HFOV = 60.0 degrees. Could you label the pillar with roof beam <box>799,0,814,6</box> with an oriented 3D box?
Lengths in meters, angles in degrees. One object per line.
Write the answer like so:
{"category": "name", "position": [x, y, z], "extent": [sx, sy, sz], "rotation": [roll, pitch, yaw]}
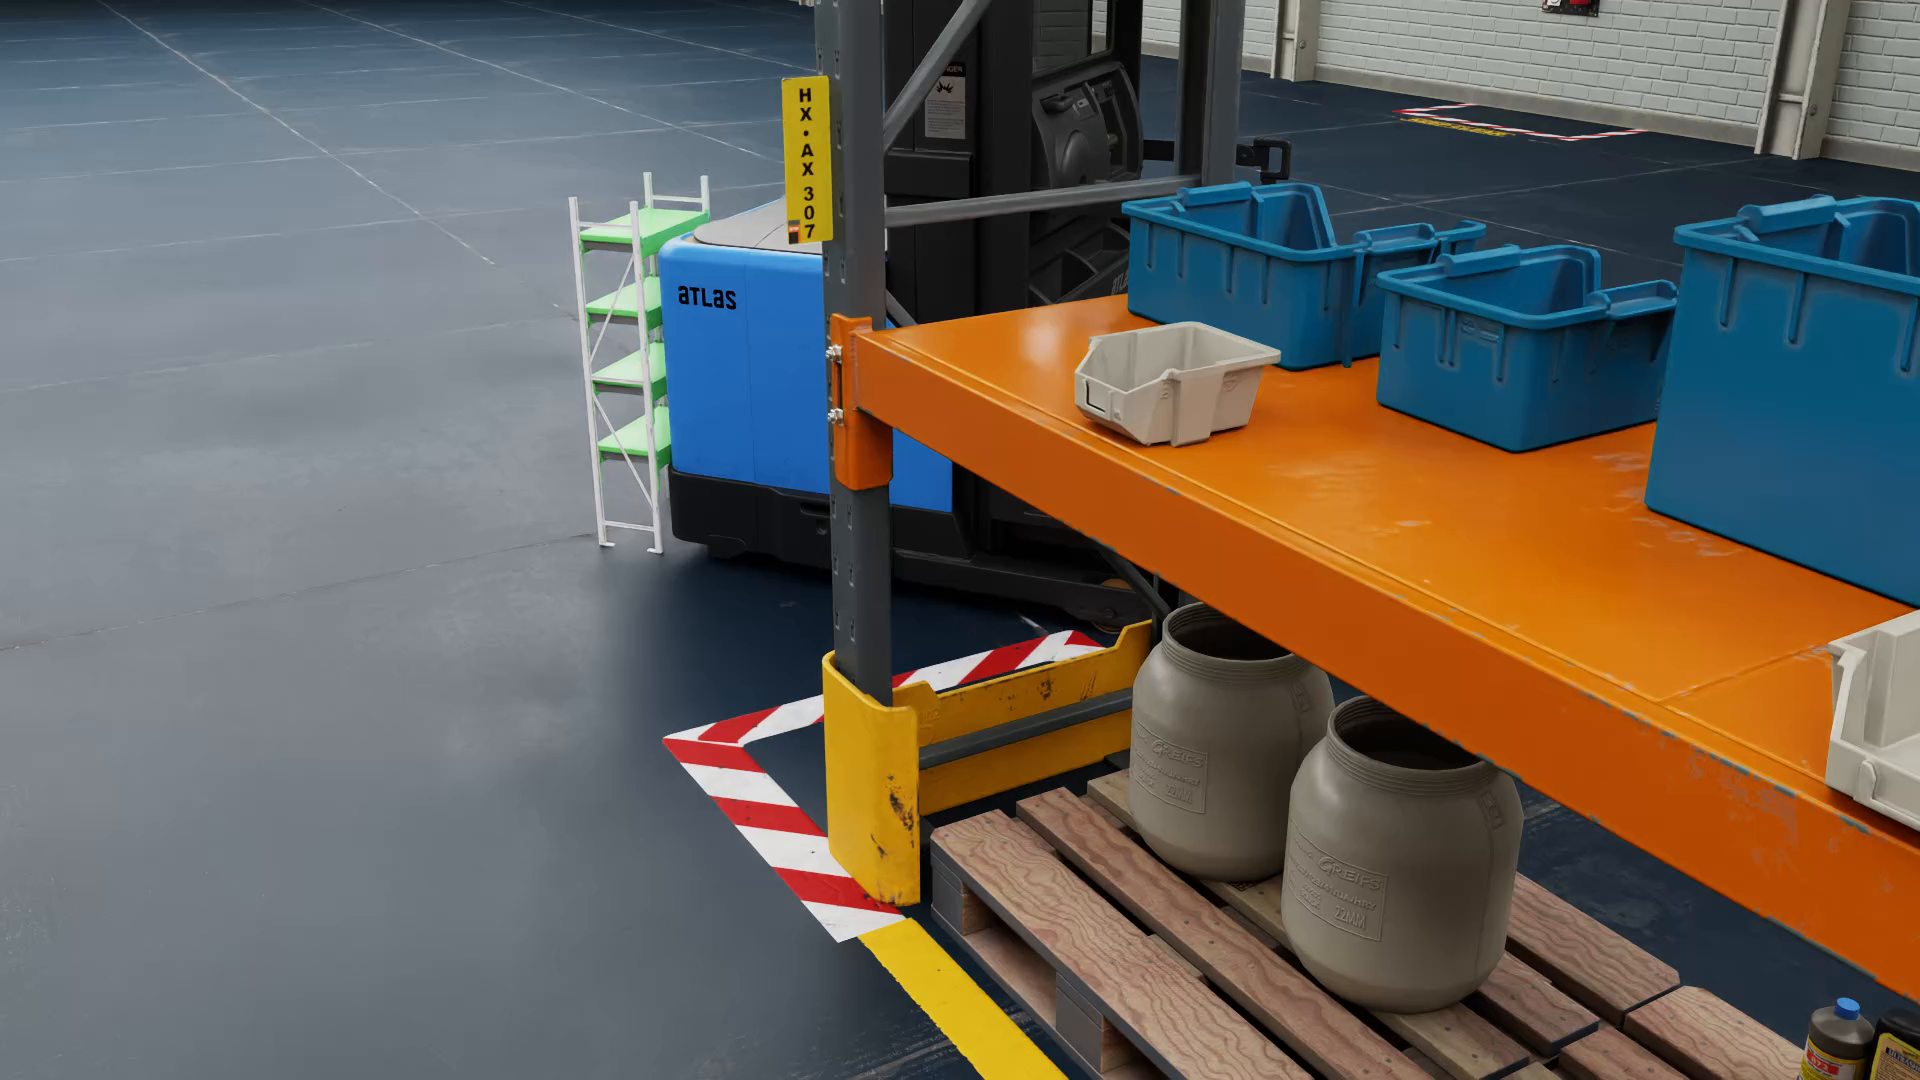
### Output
{"category": "pillar with roof beam", "position": [-6.171, -12.299, 24.118], "extent": [9.100, 9.000, 0.400], "rotation": [-13, 25, -28]}

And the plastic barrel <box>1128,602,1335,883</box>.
{"category": "plastic barrel", "position": [0.573, 0.423, 3.533], "extent": [0.421, 0.512, 0.421], "rotation": [0, 22, 0]}

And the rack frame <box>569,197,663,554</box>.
{"category": "rack frame", "position": [-1.135, -0.527, 5.513], "extent": [0.240, 1.200, 0.015], "rotation": [7, 23, 17]}

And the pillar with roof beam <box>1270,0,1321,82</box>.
{"category": "pillar with roof beam", "position": [-0.041, -8.414, 14.561], "extent": [9.100, 9.000, 0.400], "rotation": [-13, 25, -28]}

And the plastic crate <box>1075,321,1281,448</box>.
{"category": "plastic crate", "position": [0.352, -0.259, 2.816], "extent": [0.298, 0.136, 0.250], "rotation": [-13, 25, -28]}

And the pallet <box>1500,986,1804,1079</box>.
{"category": "pallet", "position": [1.280, 1.233, 2.498], "extent": [1.003, 0.211, 1.213], "rotation": [-13, 25, -28]}

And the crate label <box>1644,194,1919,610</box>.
{"category": "crate label", "position": [1.344, -0.206, 2.287], "extent": [0.502, 0.435, 0.616], "rotation": [-13, 25, -28]}

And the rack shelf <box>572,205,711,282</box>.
{"category": "rack shelf", "position": [-1.056, -0.999, 5.571], "extent": [0.258, 0.148, 0.480], "rotation": [7, 23, 17]}

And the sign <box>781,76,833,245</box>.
{"category": "sign", "position": [-0.304, -0.757, 3.322], "extent": [0.100, 0.325, 0.005], "rotation": [-13, 25, -28]}

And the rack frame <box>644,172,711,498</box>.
{"category": "rack frame", "position": [-0.978, -0.700, 5.941], "extent": [0.240, 1.200, 0.015], "rotation": [7, 23, 17]}

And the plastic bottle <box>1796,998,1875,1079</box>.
{"category": "plastic bottle", "position": [1.486, 0.870, 2.820], "extent": [0.097, 0.201, 0.097], "rotation": [0, 22, 0]}

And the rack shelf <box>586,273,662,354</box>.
{"category": "rack shelf", "position": [-1.056, -0.777, 5.661], "extent": [0.258, 0.148, 0.480], "rotation": [7, 23, 17]}

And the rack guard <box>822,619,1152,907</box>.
{"category": "rack guard", "position": [0.251, 0.441, 4.064], "extent": [1.175, 0.500, 0.348], "rotation": [-13, 25, -28]}

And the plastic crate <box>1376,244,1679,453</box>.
{"category": "plastic crate", "position": [1.011, -0.348, 2.882], "extent": [0.499, 0.251, 0.408], "rotation": [-13, 25, -28]}

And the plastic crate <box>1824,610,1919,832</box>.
{"category": "plastic crate", "position": [1.167, 0.207, 1.669], "extent": [0.530, 0.136, 0.437], "rotation": [-13, 25, -28]}

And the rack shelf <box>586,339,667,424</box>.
{"category": "rack shelf", "position": [-1.056, -0.554, 5.751], "extent": [0.258, 0.148, 0.480], "rotation": [7, 23, 17]}

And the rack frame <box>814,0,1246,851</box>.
{"category": "rack frame", "position": [0.171, -0.733, 3.631], "extent": [1.000, 3.000, 0.127], "rotation": [-13, 25, -28]}

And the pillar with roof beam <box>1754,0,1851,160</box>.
{"category": "pillar with roof beam", "position": [3.024, -6.472, 9.783], "extent": [9.100, 9.000, 0.400], "rotation": [-13, 25, -28]}

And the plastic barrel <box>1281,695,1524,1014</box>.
{"category": "plastic barrel", "position": [0.829, 0.586, 3.133], "extent": [0.421, 0.512, 0.421], "rotation": [0, 22, 0]}

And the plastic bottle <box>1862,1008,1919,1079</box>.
{"category": "plastic bottle", "position": [1.562, 0.866, 2.720], "extent": [0.061, 0.283, 0.133], "rotation": [-12, 25, -27]}

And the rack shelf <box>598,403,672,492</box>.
{"category": "rack shelf", "position": [-1.056, -0.332, 5.842], "extent": [0.258, 0.148, 0.480], "rotation": [7, 23, 17]}

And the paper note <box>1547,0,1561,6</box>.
{"category": "paper note", "position": [5.464, -4.990, 15.275], "extent": [0.016, 0.148, 0.142], "rotation": [-13, 25, -28]}

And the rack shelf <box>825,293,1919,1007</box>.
{"category": "rack shelf", "position": [1.193, 0.248, 2.174], "extent": [1.077, 0.370, 4.000], "rotation": [-13, 25, -28]}

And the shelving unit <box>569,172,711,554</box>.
{"category": "shelving unit", "position": [-1.056, -0.613, 5.727], "extent": [0.258, 1.200, 0.503], "rotation": [7, 23, 17]}

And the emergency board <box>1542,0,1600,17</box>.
{"category": "emergency board", "position": [5.495, -5.328, 14.936], "extent": [0.194, 1.169, 0.643], "rotation": [-13, 25, -28]}

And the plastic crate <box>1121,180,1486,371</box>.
{"category": "plastic crate", "position": [0.684, -0.560, 3.402], "extent": [0.499, 0.251, 0.616], "rotation": [-13, 25, -28]}

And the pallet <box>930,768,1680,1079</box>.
{"category": "pallet", "position": [0.661, 0.838, 3.468], "extent": [1.003, 0.211, 1.213], "rotation": [-13, 25, -28]}

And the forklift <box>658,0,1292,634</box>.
{"category": "forklift", "position": [0.583, -1.268, 5.039], "extent": [3.031, 2.935, 1.130], "rotation": [9, 24, 20]}
